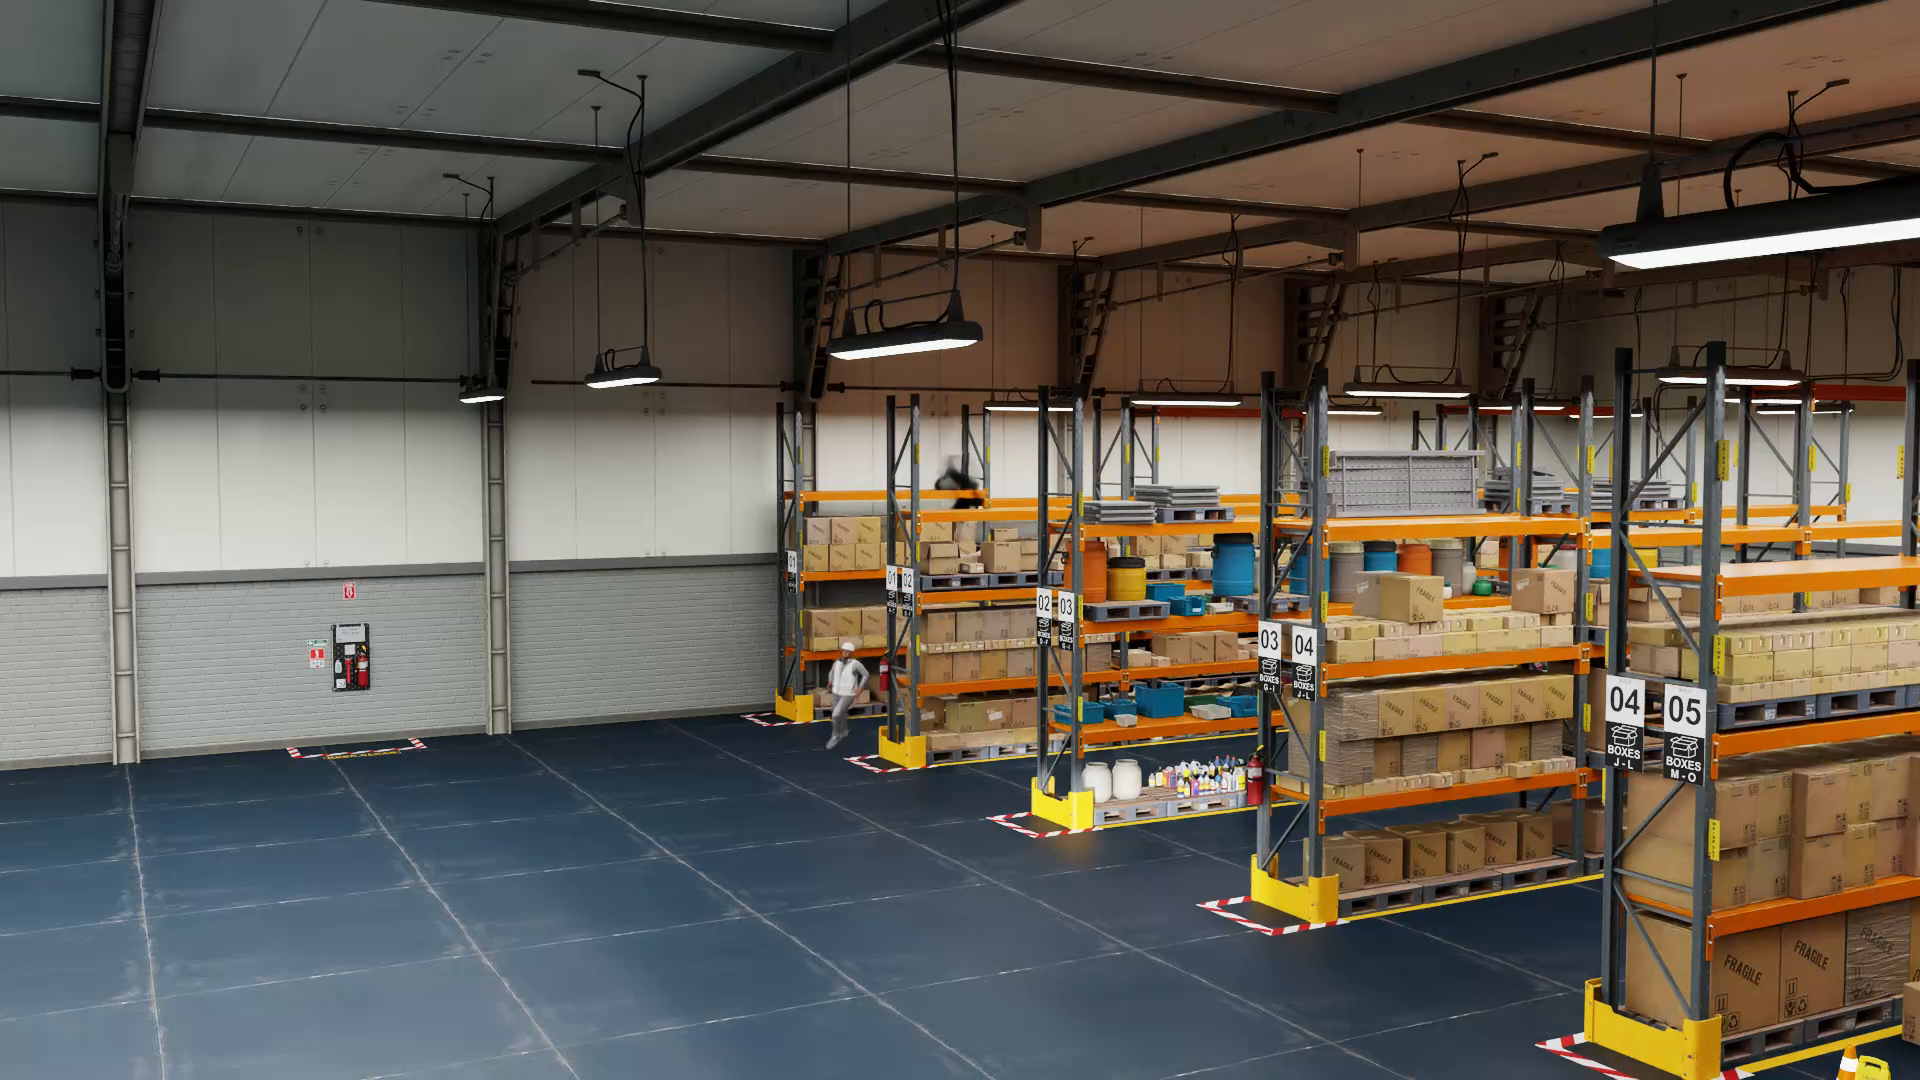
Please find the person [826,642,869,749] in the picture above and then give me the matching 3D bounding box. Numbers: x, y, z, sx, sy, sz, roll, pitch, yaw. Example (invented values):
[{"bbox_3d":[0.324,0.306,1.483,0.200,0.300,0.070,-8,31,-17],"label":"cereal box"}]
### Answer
[{"bbox_3d":[-1.947,2.619,28.175,0.732,1.795,0.697,2,4,35],"label":"person"}]
